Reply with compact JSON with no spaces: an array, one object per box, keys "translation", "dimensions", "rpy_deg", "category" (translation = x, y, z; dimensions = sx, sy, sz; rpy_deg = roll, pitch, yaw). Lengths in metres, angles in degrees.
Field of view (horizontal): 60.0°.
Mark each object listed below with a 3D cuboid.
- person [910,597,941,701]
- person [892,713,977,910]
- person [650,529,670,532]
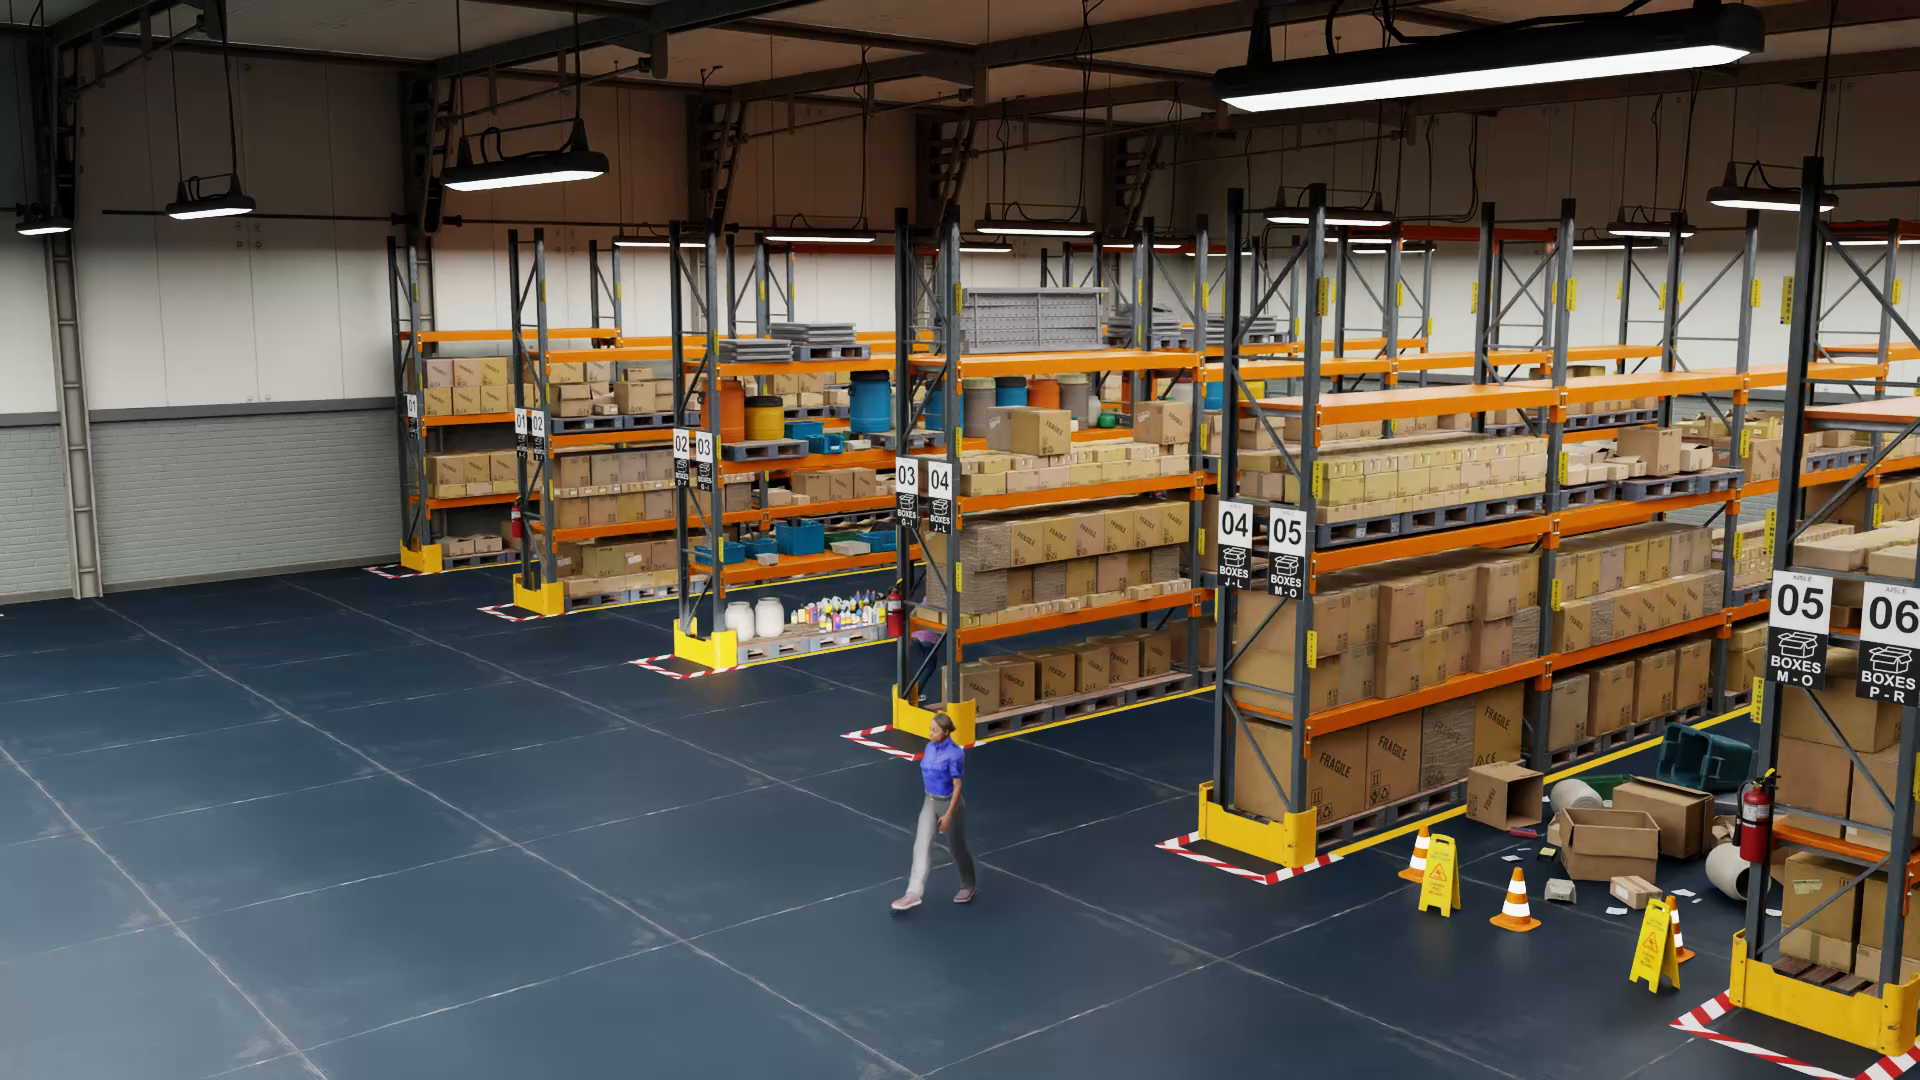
[{"translation":[-0.351,1.252,20.813],"dimensions":[0.749,1.493,0.504],"rpy_deg":[-7,11,-37],"category":"person"},{"translation":[-0.176,2.244,13.801],"dimensions":[0.797,1.641,0.509],"rpy_deg":[-9,12,-44],"category":"person"},{"translation":[-5.469,-0.254,29.651],"dimensions":[0.547,1.710,0.983],"rpy_deg":[7,11,37],"category":"person"}]
